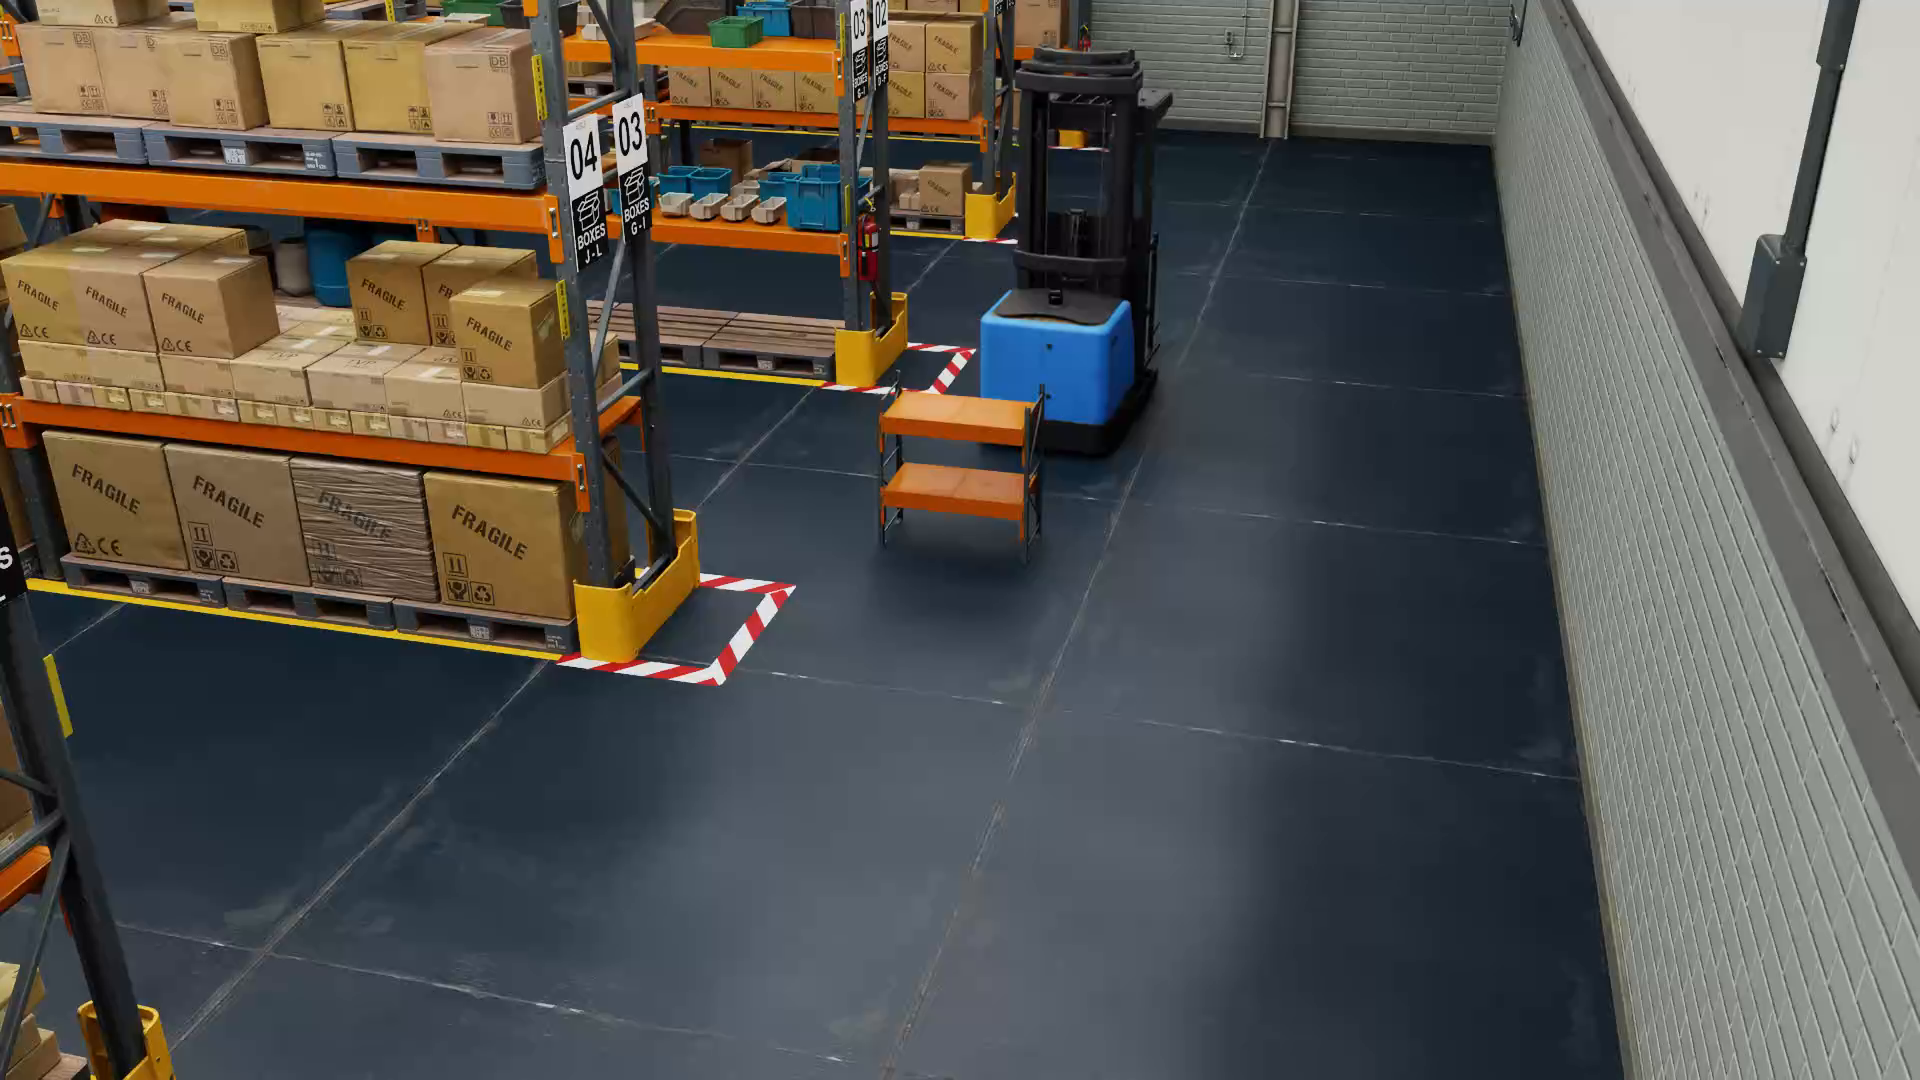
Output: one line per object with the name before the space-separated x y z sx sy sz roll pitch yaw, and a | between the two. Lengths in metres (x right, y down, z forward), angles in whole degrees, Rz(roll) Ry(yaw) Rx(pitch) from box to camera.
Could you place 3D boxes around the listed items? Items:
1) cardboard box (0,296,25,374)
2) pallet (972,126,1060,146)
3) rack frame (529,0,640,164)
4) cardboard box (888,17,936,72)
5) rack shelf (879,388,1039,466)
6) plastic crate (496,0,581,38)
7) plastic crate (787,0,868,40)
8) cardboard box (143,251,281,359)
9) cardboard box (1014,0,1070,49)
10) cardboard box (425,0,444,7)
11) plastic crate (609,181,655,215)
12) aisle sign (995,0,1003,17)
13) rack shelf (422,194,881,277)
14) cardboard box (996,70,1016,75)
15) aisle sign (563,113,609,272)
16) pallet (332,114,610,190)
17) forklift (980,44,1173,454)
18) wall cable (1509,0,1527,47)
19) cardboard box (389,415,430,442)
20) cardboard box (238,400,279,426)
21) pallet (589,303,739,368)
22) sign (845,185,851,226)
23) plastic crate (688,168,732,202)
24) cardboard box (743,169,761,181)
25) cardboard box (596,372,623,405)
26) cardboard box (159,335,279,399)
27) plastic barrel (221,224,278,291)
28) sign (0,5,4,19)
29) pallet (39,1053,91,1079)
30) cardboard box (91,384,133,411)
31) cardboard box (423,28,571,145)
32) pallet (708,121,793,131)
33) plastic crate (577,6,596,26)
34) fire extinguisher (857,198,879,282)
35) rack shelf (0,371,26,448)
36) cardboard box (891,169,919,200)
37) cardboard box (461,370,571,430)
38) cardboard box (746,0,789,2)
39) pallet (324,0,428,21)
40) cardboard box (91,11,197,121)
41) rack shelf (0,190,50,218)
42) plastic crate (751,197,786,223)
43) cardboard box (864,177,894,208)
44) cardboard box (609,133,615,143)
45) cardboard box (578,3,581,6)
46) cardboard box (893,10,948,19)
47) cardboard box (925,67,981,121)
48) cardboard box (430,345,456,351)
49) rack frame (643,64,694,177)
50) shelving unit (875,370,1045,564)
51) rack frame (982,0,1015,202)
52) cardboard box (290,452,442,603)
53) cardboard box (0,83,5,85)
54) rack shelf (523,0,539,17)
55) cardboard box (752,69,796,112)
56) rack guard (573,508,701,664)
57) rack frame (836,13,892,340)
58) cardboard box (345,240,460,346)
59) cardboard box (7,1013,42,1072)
cardboard box | -6.435 -1.274 10.703 0.500 0.500 0.500 6 26 13
pallet | 0.867 -5.845 23.664 1.213 0.211 1.003 6 26 13
rack frame | -2.041 -3.573 8.669 0.127 3.000 1.000 6 26 13
cardboard box | -0.559 -5.472 18.356 0.500 0.500 0.500 7 26 14
rack shelf | 0.007 -0.771 11.263 1.000 0.278 0.538 6 26 13
plastic crate | -3.546 -4.403 14.053 0.590 0.269 0.497 6 26 13
plastic crate | -1.111 -4.379 14.003 0.590 0.269 0.497 6 26 13
cardboard box | -4.534 -1.431 10.103 0.500 0.500 0.500 5 26 11
cardboard box | 1.164 -7.237 22.994 0.700 0.700 0.980 8 26 15
cardboard box | -7.757 -8.322 24.993 0.500 0.500 0.700 6 26 13
plastic crate | -2.860 -2.991 14.550 0.300 0.233 0.416 6 26 13
aisle sign | 0.420 -6.027 17.778 0.004 0.787 0.394 6 26 13
rack shelf | -2.744 -2.816 14.894 4.000 0.370 1.077 6 26 13
cardboard box | 0.638 -6.562 23.590 0.250 0.149 0.380 6 26 13
aisle sign | -2.046 -1.906 9.121 0.004 0.787 0.394 6 26 13
pallet | -2.762 -2.254 9.490 1.213 0.211 1.003 6 26 13
forklift | 1.078 -2.600 13.684 1.130 2.935 3.031 8 27 16
wall cable | 7.049 -7.604 20.746 0.112 2.526 3.097 6 26 13
cardboard box | -3.205 -0.734 9.976 0.250 0.149 0.380 7 26 14
cardboard box | -4.201 -0.843 10.205 0.250 0.149 0.380 6 26 11
pallet | -2.774 -1.904 15.384 1.213 0.211 1.003 6 26 13
sign | -0.928 -2.770 13.770 0.005 0.325 0.100 6 26 13
plastic crate | -2.239 -3.183 14.952 0.300 0.233 0.416 6 26 13
cardboard box | -2.443 -4.370 20.126 0.250 0.149 0.380 6 26 13
cardboard box | -2.302 -0.927 10.381 0.250 0.149 0.380 7 26 14
cardboard box | -4.541 -1.092 10.264 0.500 0.250 0.500 7 26 14
plastic barrel | -6.983 -2.718 16.168 0.708 0.588 0.600 6 26 13
sign | -8.685 -4.860 14.984 0.005 0.325 0.100 6 26 13
pallet | -4.225 2.339 6.474 1.213 0.211 1.003 6 26 13
cardboard box | -5.201 -0.953 10.437 0.250 0.149 0.380 7 26 15
cardboard box | -2.558 -2.532 9.250 0.500 0.500 0.700 5 26 10
pallet | -2.980 -6.272 24.559 1.213 0.211 1.003 6 26 13
plastic crate | -3.354 -4.612 14.648 0.466 0.136 0.293 6 26 13
fire extinguisher | -0.774 -2.518 13.955 0.183 0.674 0.296 6 26 13
rack shelf | -7.852 -1.182 11.462 4.000 0.370 1.077 6 26 13
cardboard box | -0.510 -4.175 19.599 0.500 0.250 0.500 6 26 13
cardboard box | -2.576 -0.873 9.804 0.500 0.250 0.500 6 26 12
cardboard box | -2.723 -7.612 23.646 0.500 0.500 0.500 6 26 12
pallet | -5.464 -4.667 14.676 1.003 0.211 1.213 6 26 13
cardboard box | -4.622 -2.809 9.832 0.500 0.500 0.700 8 27 16
rack shelf | -10.492 -3.672 16.693 4.000 0.370 1.077 6 26 13
plastic crate | -1.642 -2.847 14.358 0.243 0.136 0.396 6 26 13
cardboard box | -1.070 -4.015 19.263 0.500 0.250 0.500 6 26 13
cardboard box | -4.371 -4.692 20.394 0.500 0.500 0.500 7 26 14
cardboard box | -5.681 -7.938 24.329 0.500 0.500 0.500 7 26 15
cardboard box | -0.442 -5.695 18.825 0.500 0.500 0.500 7 26 14
cardboard box | -0.071 -4.968 18.461 0.500 0.500 0.500 7 26 15
cardboard box | -2.943 -1.148 10.382 0.500 0.250 0.500 6 26 12
rack frame | -3.444 -5.417 19.520 0.127 3.000 1.000 6 26 13
shelving unit | 0.007 -0.507 11.388 1.048 1.125 0.538 6 26 13
rack frame | 0.430 -4.988 18.620 0.127 3.000 1.000 6 26 13
cardboard box | -3.562 -0.228 10.603 0.875 0.875 0.875 6 26 13
cardboard box | -13.016 -5.900 22.372 0.500 0.500 0.500 6 26 13
rack shelf | -3.978 -3.282 9.359 4.000 0.370 1.077 6 26 13
cardboard box | -2.037 -5.186 18.918 0.500 0.500 0.500 6 26 13
rack guard | -2.017 0.267 10.490 0.348 0.500 1.175 6 26 13
rack frame | -0.807 -2.927 14.290 0.127 3.000 1.000 6 26 13
cardboard box | -3.426 -1.540 10.333 0.500 0.500 0.500 6 26 12
cardboard box | -3.817 1.990 6.445 0.250 0.149 0.380 7 26 15
